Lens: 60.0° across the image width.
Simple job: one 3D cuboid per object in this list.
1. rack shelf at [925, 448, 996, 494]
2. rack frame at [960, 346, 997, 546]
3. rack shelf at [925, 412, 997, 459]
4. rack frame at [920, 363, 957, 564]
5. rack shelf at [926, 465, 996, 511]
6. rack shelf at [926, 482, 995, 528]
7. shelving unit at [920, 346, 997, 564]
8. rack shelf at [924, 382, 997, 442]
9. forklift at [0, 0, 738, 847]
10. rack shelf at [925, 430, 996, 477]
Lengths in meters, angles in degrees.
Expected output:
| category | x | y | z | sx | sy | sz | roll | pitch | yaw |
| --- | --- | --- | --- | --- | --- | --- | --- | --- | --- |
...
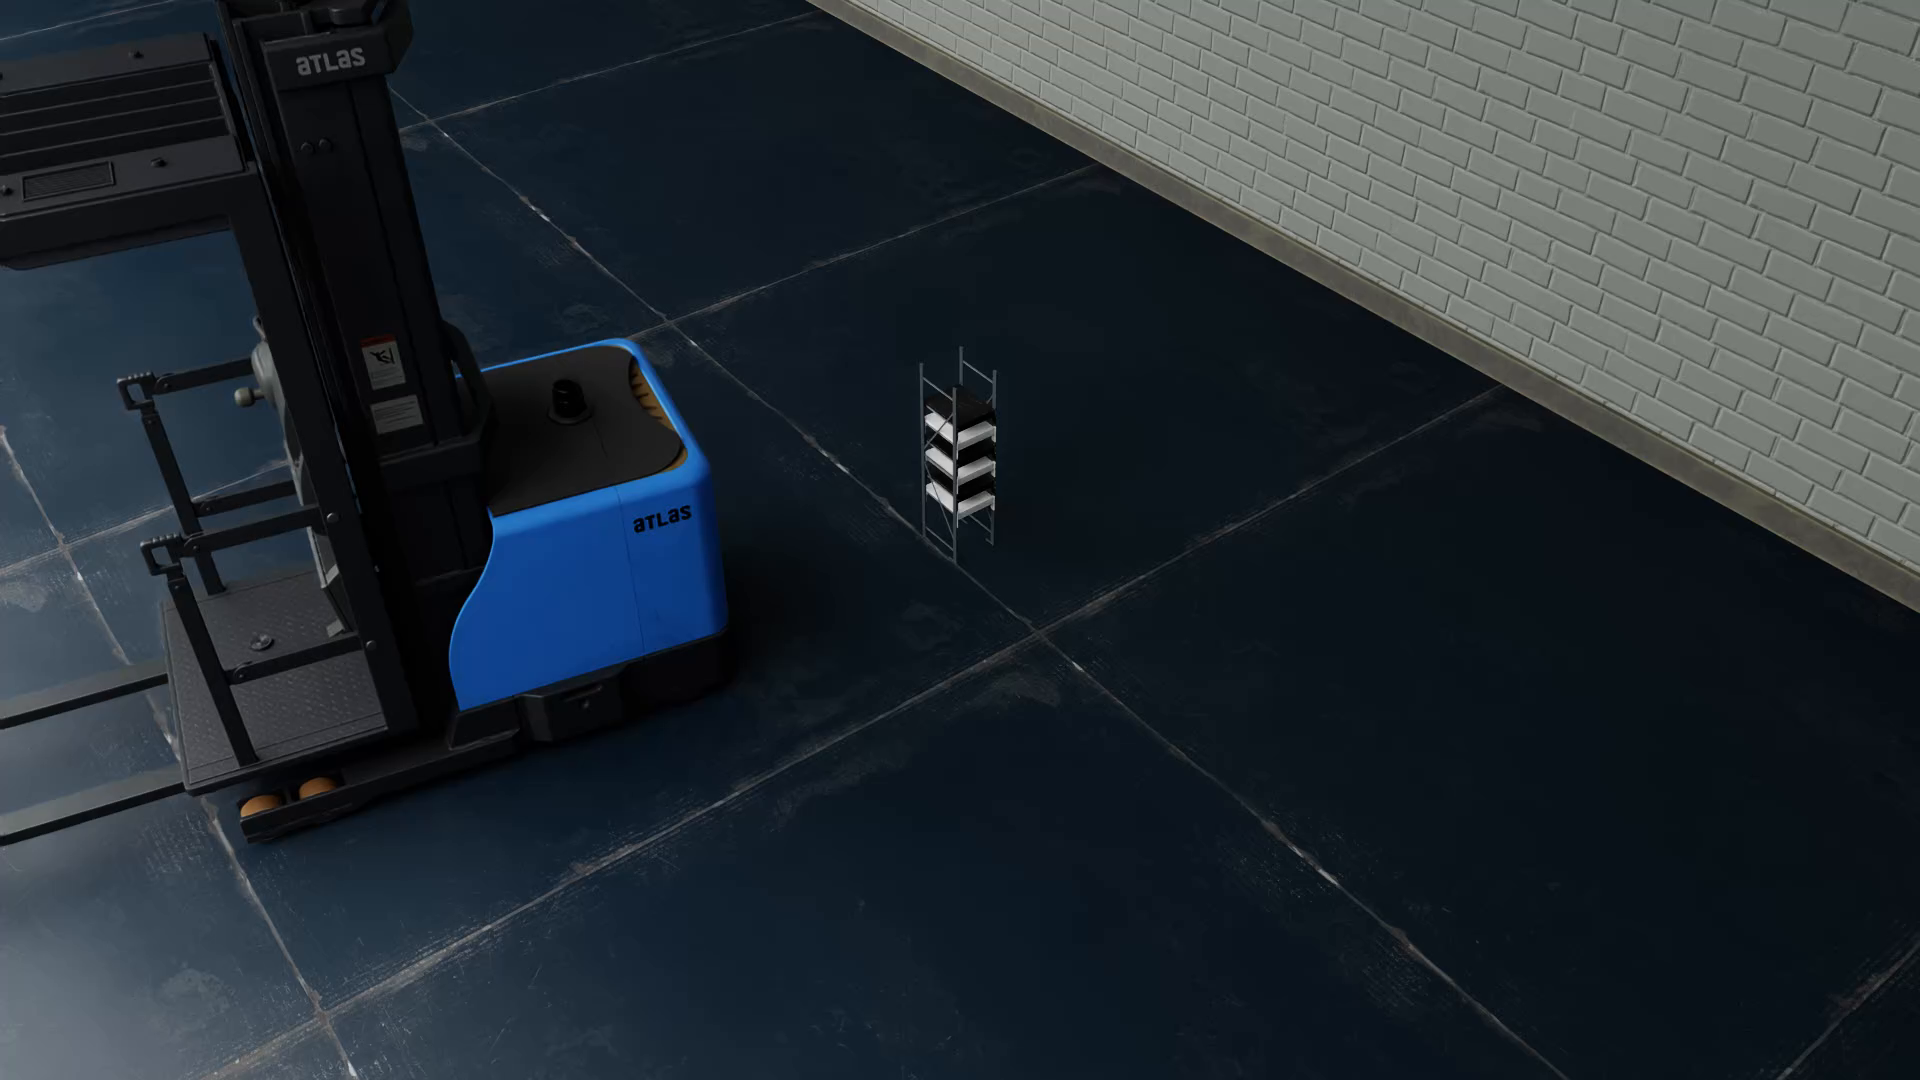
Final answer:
| category | x | y | z | sx | sy | sz | roll | pitch | yaw |
| --- | --- | --- | --- | --- | --- | --- | --- | --- | --- |
| rack shelf | -0.006 | -0.319 | 6.982 | 0.200 | 0.077 | 0.258 | -26 | 46 | -28 |
| rack frame | 0.074 | -0.384 | 7.009 | 0.006 | 0.900 | 0.240 | -26 | 46 | -28 |
| rack shelf | -0.006 | -0.458 | 6.868 | 0.200 | 0.077 | 0.258 | -26 | 46 | -28 |
| rack frame | -0.087 | -0.305 | 6.913 | 0.006 | 0.900 | 0.240 | -26 | 46 | -28 |
| rack shelf | -0.006 | -0.249 | 7.039 | 0.200 | 0.077 | 0.258 | -26 | 46 | -28 |
| rack shelf | -0.006 | -0.180 | 7.096 | 0.200 | 0.077 | 0.258 | -26 | 46 | -28 |
| shelving unit | -0.006 | -0.345 | 6.961 | 0.210 | 0.900 | 0.258 | -26 | 46 | -28 |
| rack shelf | -0.006 | -0.528 | 6.811 | 0.200 | 0.077 | 0.258 | -26 | 46 | -28 |
| forklift | -2.432 | -0.444 | 5.480 | 3.031 | 2.935 | 1.130 | -17 | 42 | -19 |
| rack shelf | -0.006 | -0.389 | 6.925 | 0.200 | 0.077 | 0.258 | -26 | 46 | -28 |
